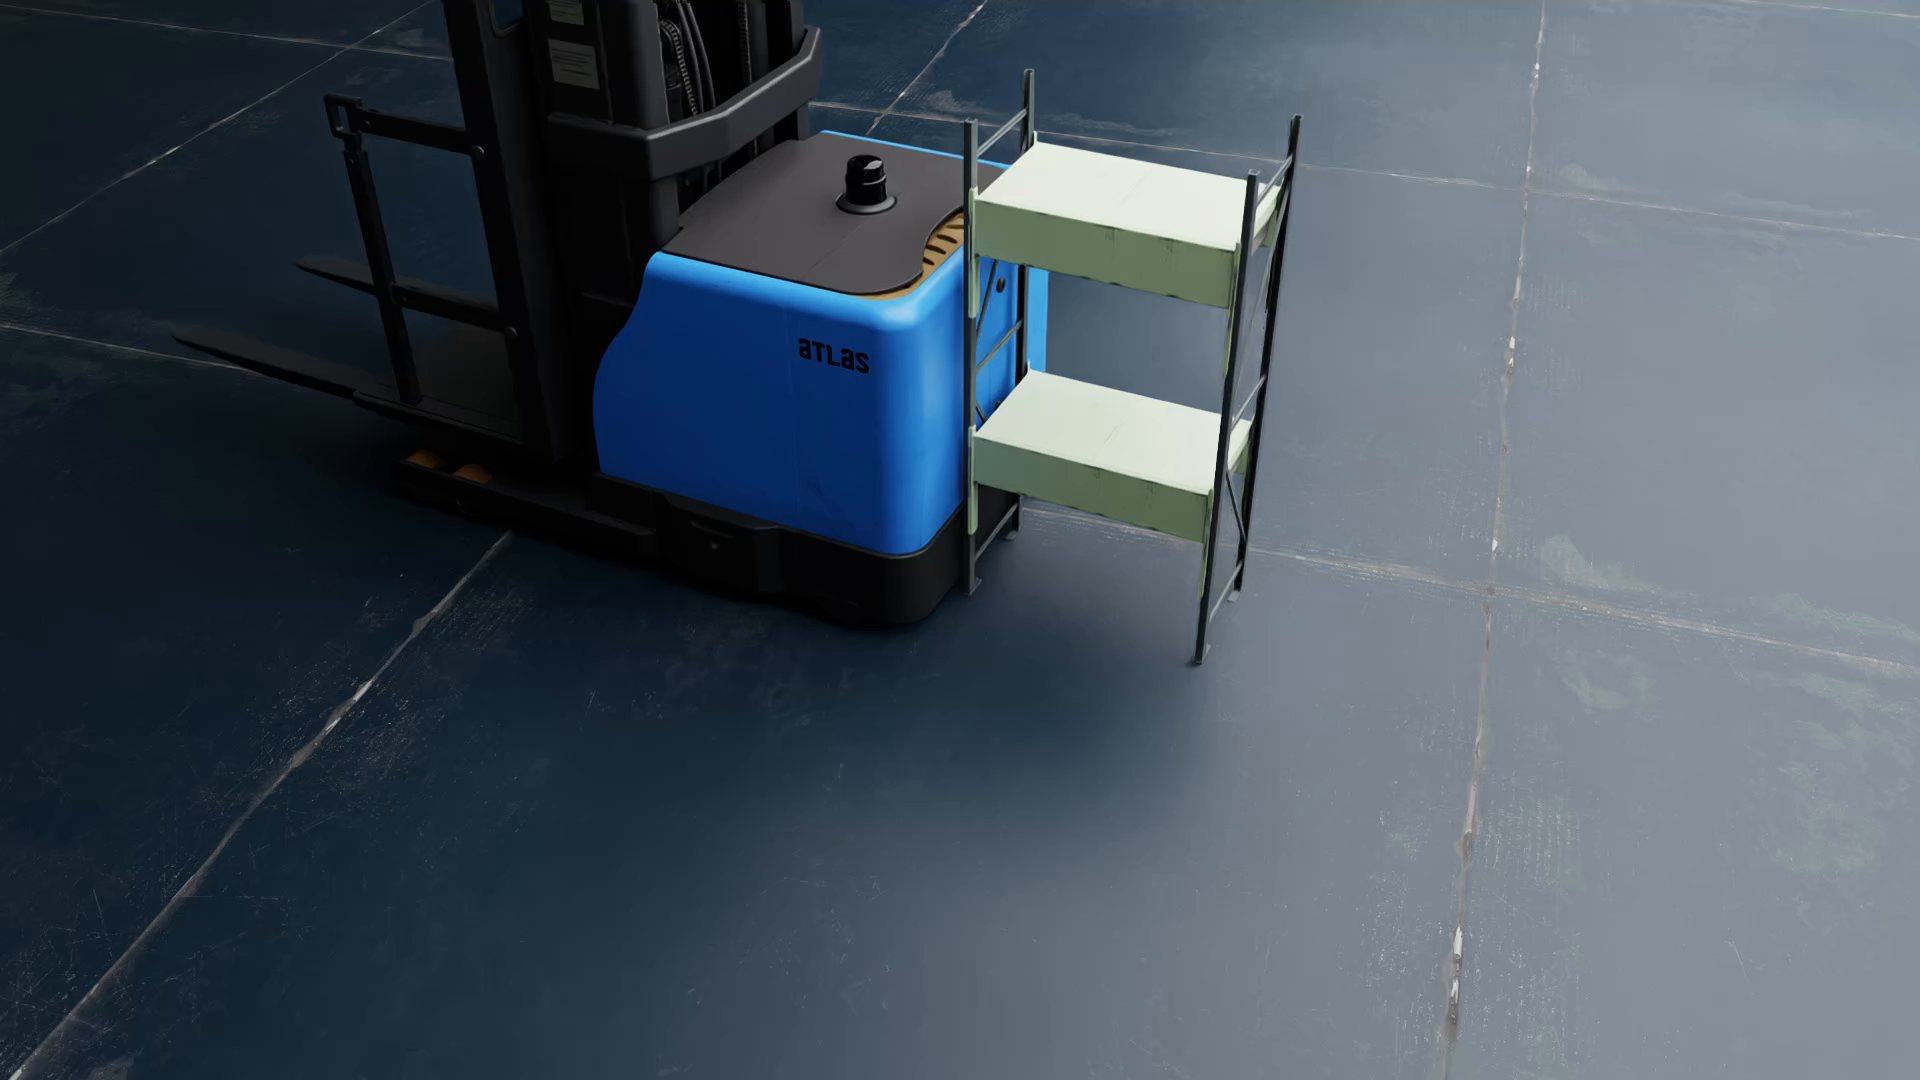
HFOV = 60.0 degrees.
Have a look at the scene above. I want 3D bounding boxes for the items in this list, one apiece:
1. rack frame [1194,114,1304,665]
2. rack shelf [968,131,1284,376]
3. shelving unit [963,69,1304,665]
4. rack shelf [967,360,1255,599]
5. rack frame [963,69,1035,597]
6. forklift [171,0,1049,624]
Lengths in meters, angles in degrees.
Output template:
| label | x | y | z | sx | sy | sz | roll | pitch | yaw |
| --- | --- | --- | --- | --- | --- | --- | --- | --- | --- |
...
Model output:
| label | x | y | z | sx | sy | sz | roll | pitch | yaw |
| --- | --- | --- | --- | --- | --- | --- | --- | --- | --- |
| rack frame | 0.766 | -0.356 | 4.468 | 0.023 | 1.500 | 0.400 | 16 | 39 | 20 |
| rack shelf | 0.435 | -0.762 | 4.362 | 0.720 | 0.370 | 0.431 | 16 | 39 | 20 |
| shelving unit | 0.435 | -0.448 | 4.594 | 0.755 | 1.500 | 0.431 | 16 | 39 | 20 |
| rack shelf | 0.435 | -0.186 | 4.787 | 0.720 | 0.370 | 0.431 | 16 | 39 | 20 |
| rack frame | 0.104 | -0.541 | 4.719 | 0.023 | 1.500 | 0.400 | 16 | 39 | 20 |
| forklift | -1.273 | -1.522 | 4.845 | 3.031 | 2.935 | 1.130 | 16 | 39 | 20 |
